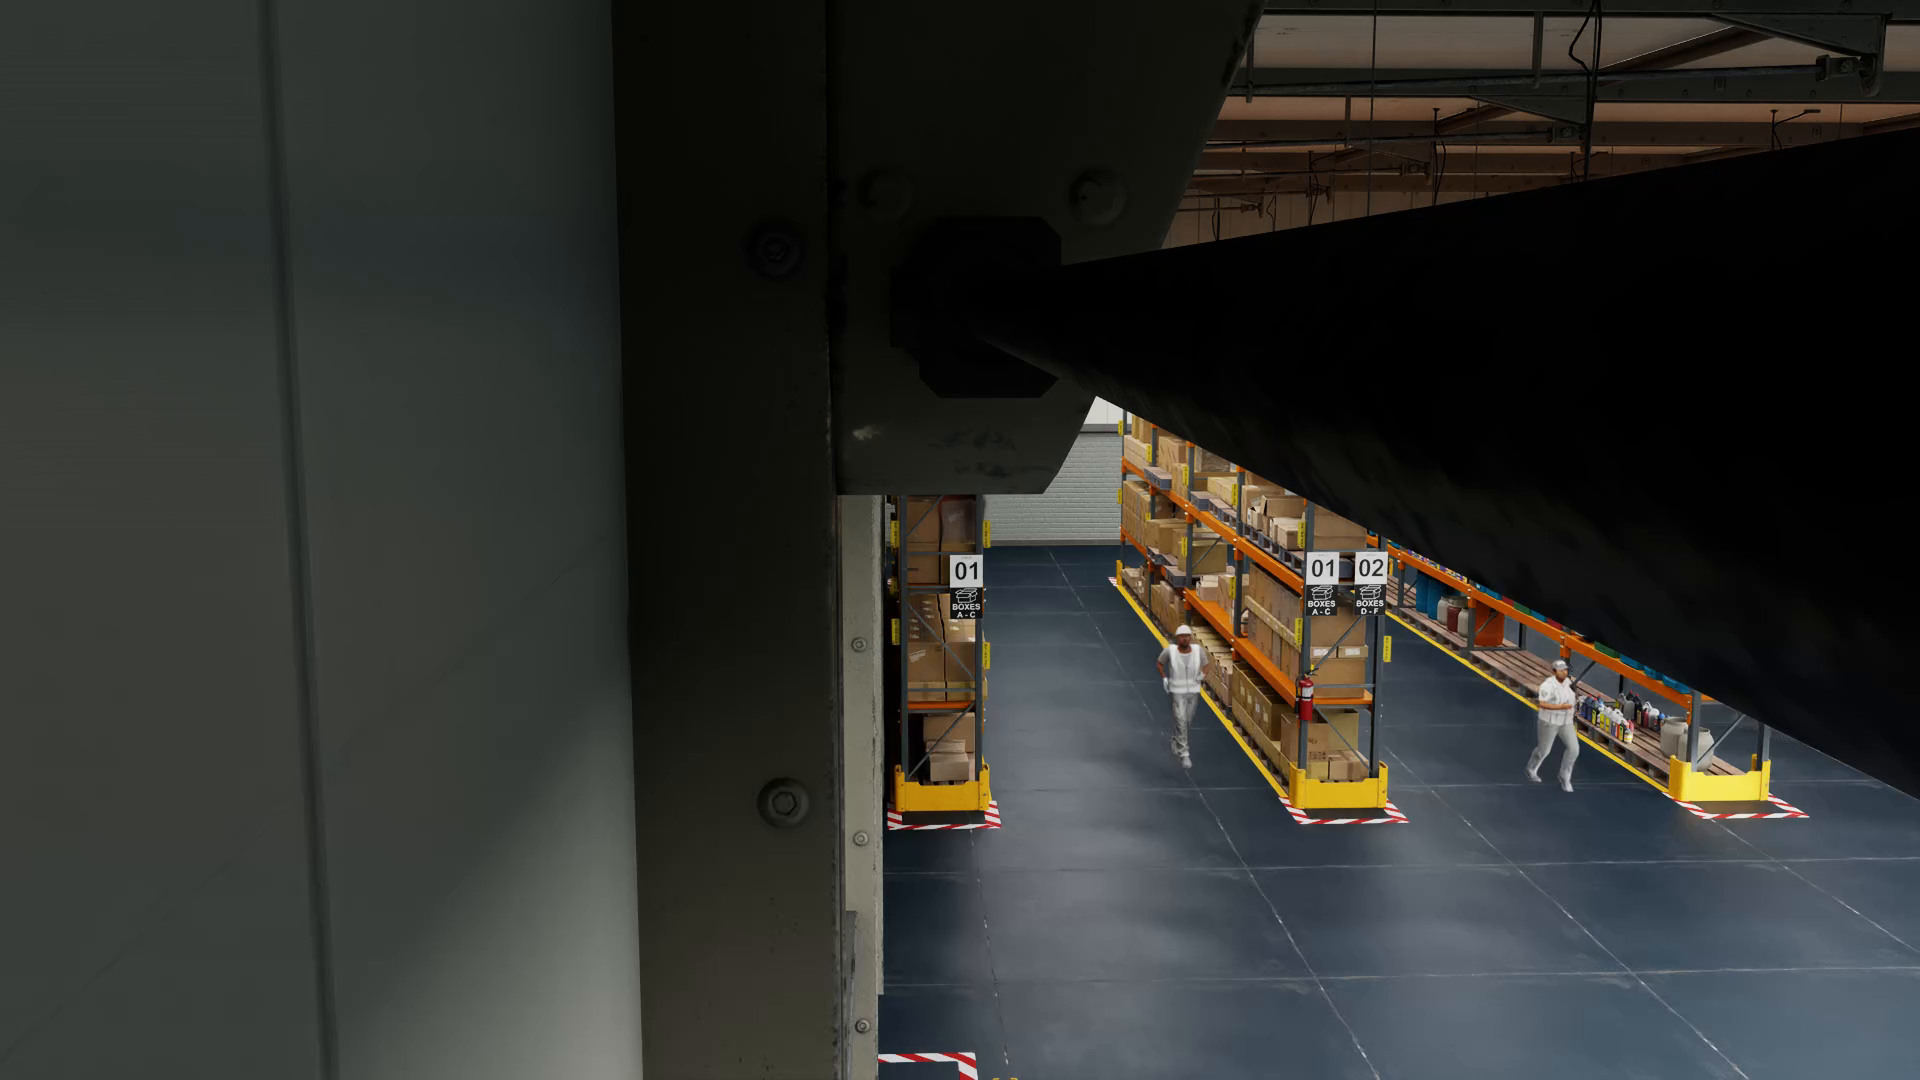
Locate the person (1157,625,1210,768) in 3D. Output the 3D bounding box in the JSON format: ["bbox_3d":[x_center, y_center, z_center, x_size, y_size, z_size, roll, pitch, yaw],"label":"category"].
[{"bbox_3d":[2.927,1.993,21.642,0.666,1.813,0.848,-1,9,-9],"label":"person"}]

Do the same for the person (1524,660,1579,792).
[{"bbox_3d":[7.647,2.385,21.386,0.594,1.738,0.718,-3,9,-18],"label":"person"}]
